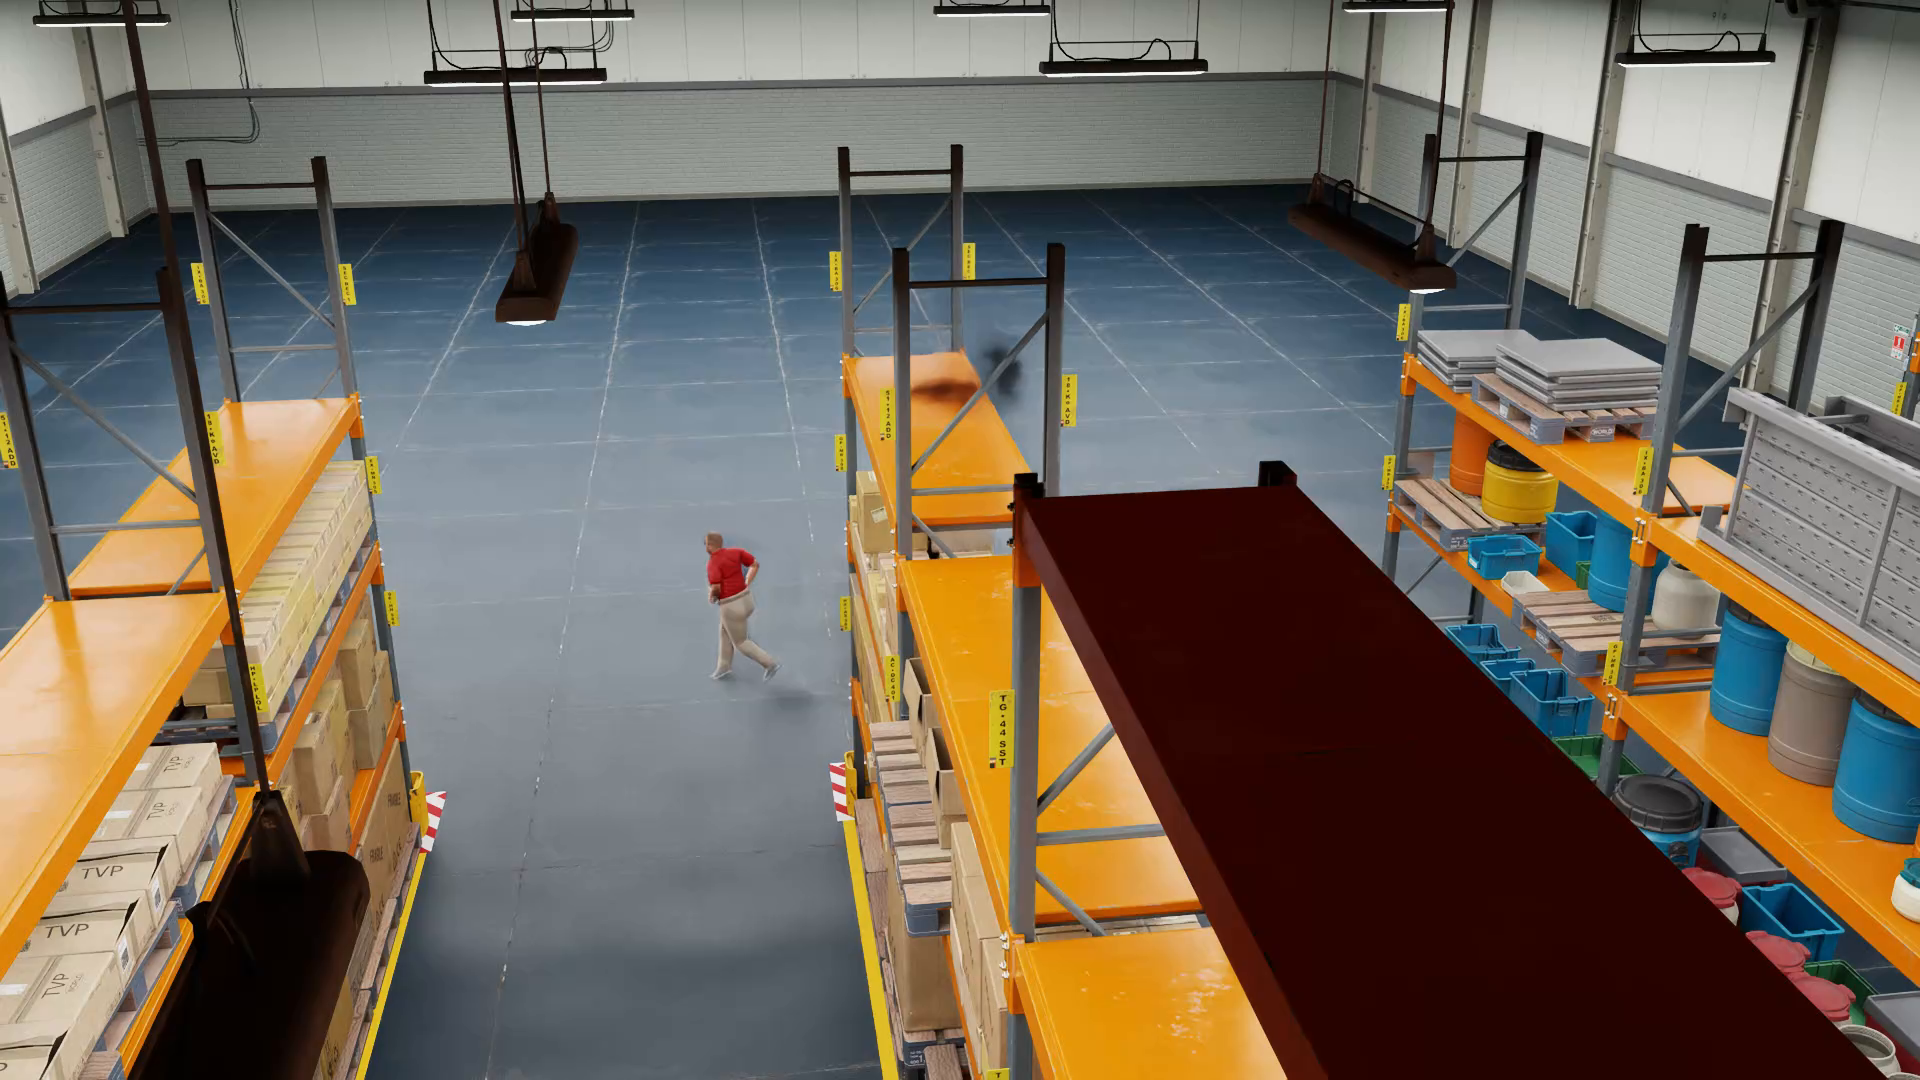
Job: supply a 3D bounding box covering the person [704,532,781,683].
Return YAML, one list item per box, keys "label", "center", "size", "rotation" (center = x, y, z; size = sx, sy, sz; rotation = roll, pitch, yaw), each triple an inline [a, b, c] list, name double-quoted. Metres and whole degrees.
- label: "person"
  center: [-2.278, 0.782, 17.484]
  size: [0.961, 1.744, 0.677]
  rotation: [12, 25, 28]
